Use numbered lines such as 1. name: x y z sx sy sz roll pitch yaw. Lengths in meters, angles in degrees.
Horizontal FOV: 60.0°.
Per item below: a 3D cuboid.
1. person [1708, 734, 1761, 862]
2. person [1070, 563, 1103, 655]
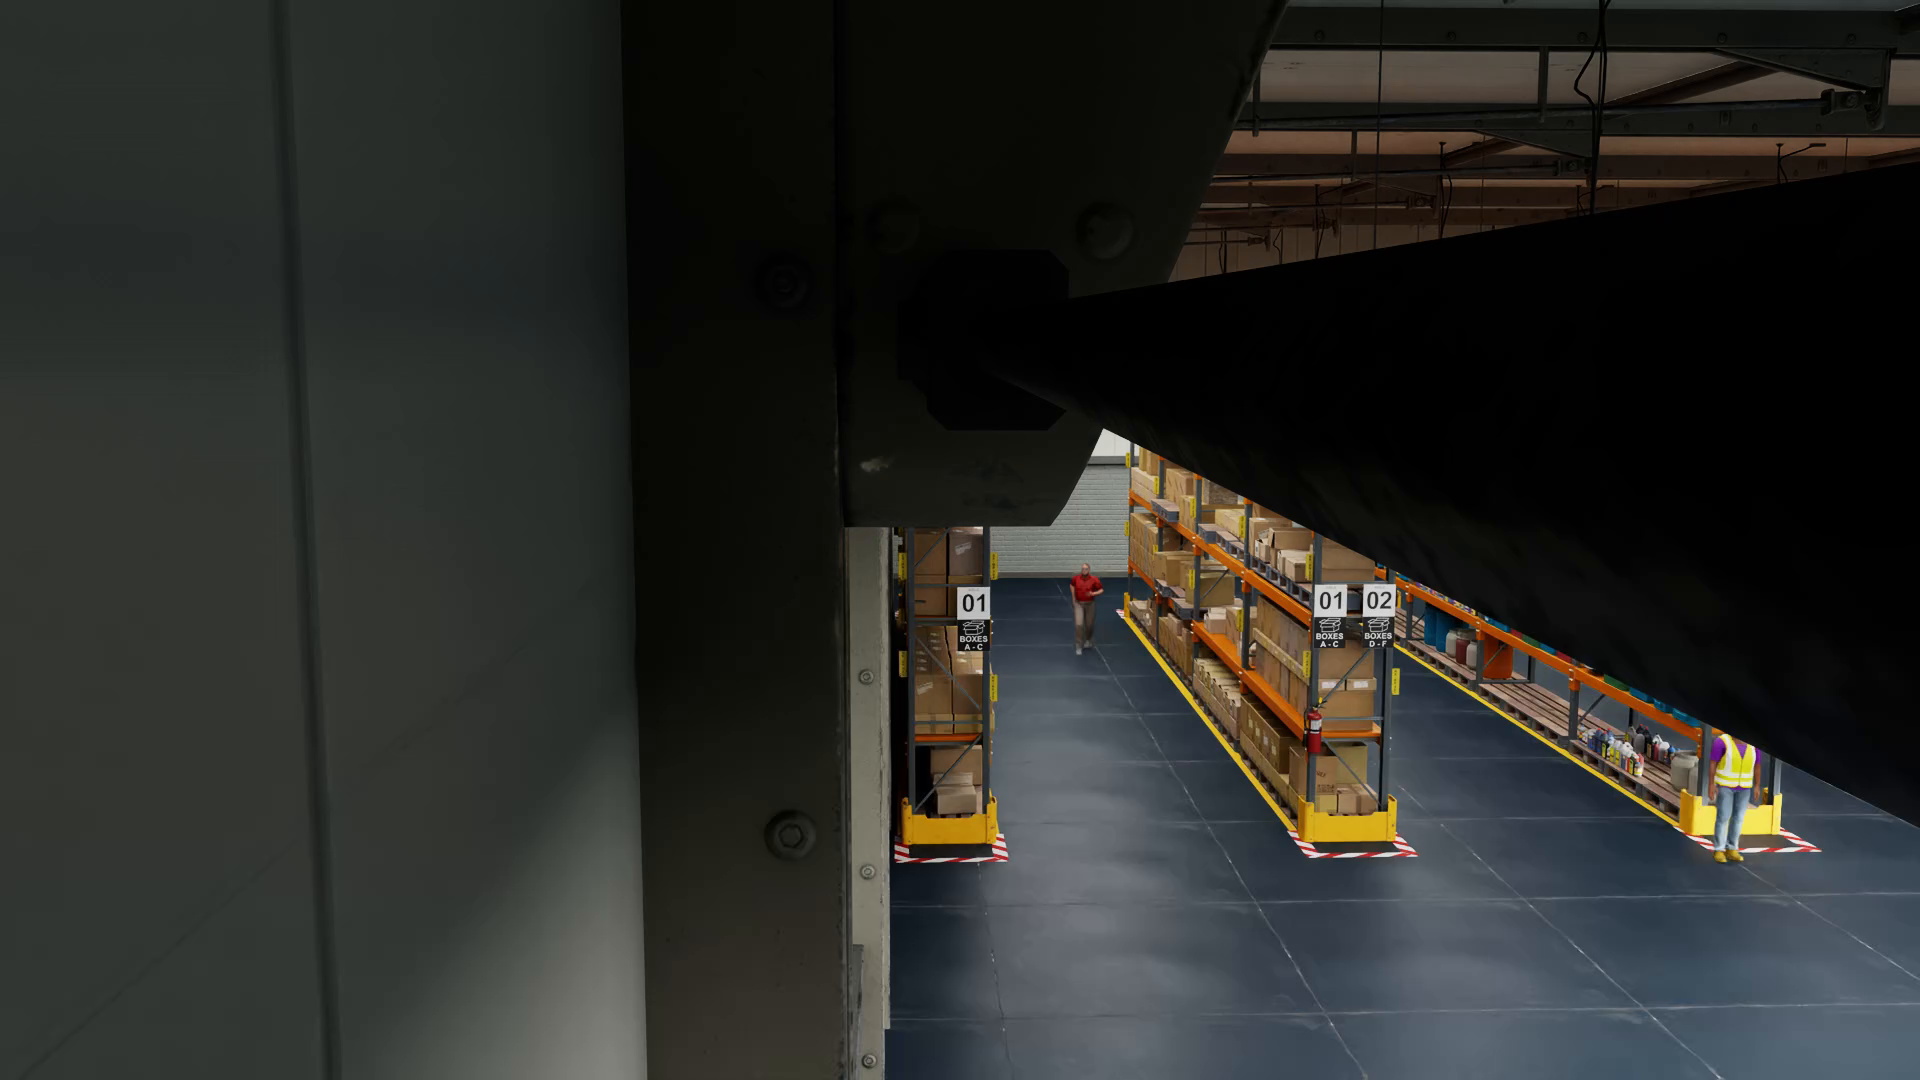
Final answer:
1. person: 9.191 2.924 19.718 0.640 1.767 0.390 0 7 -2
2. person: 2.478 1.335 32.495 0.631 1.777 0.846 0 7 2
